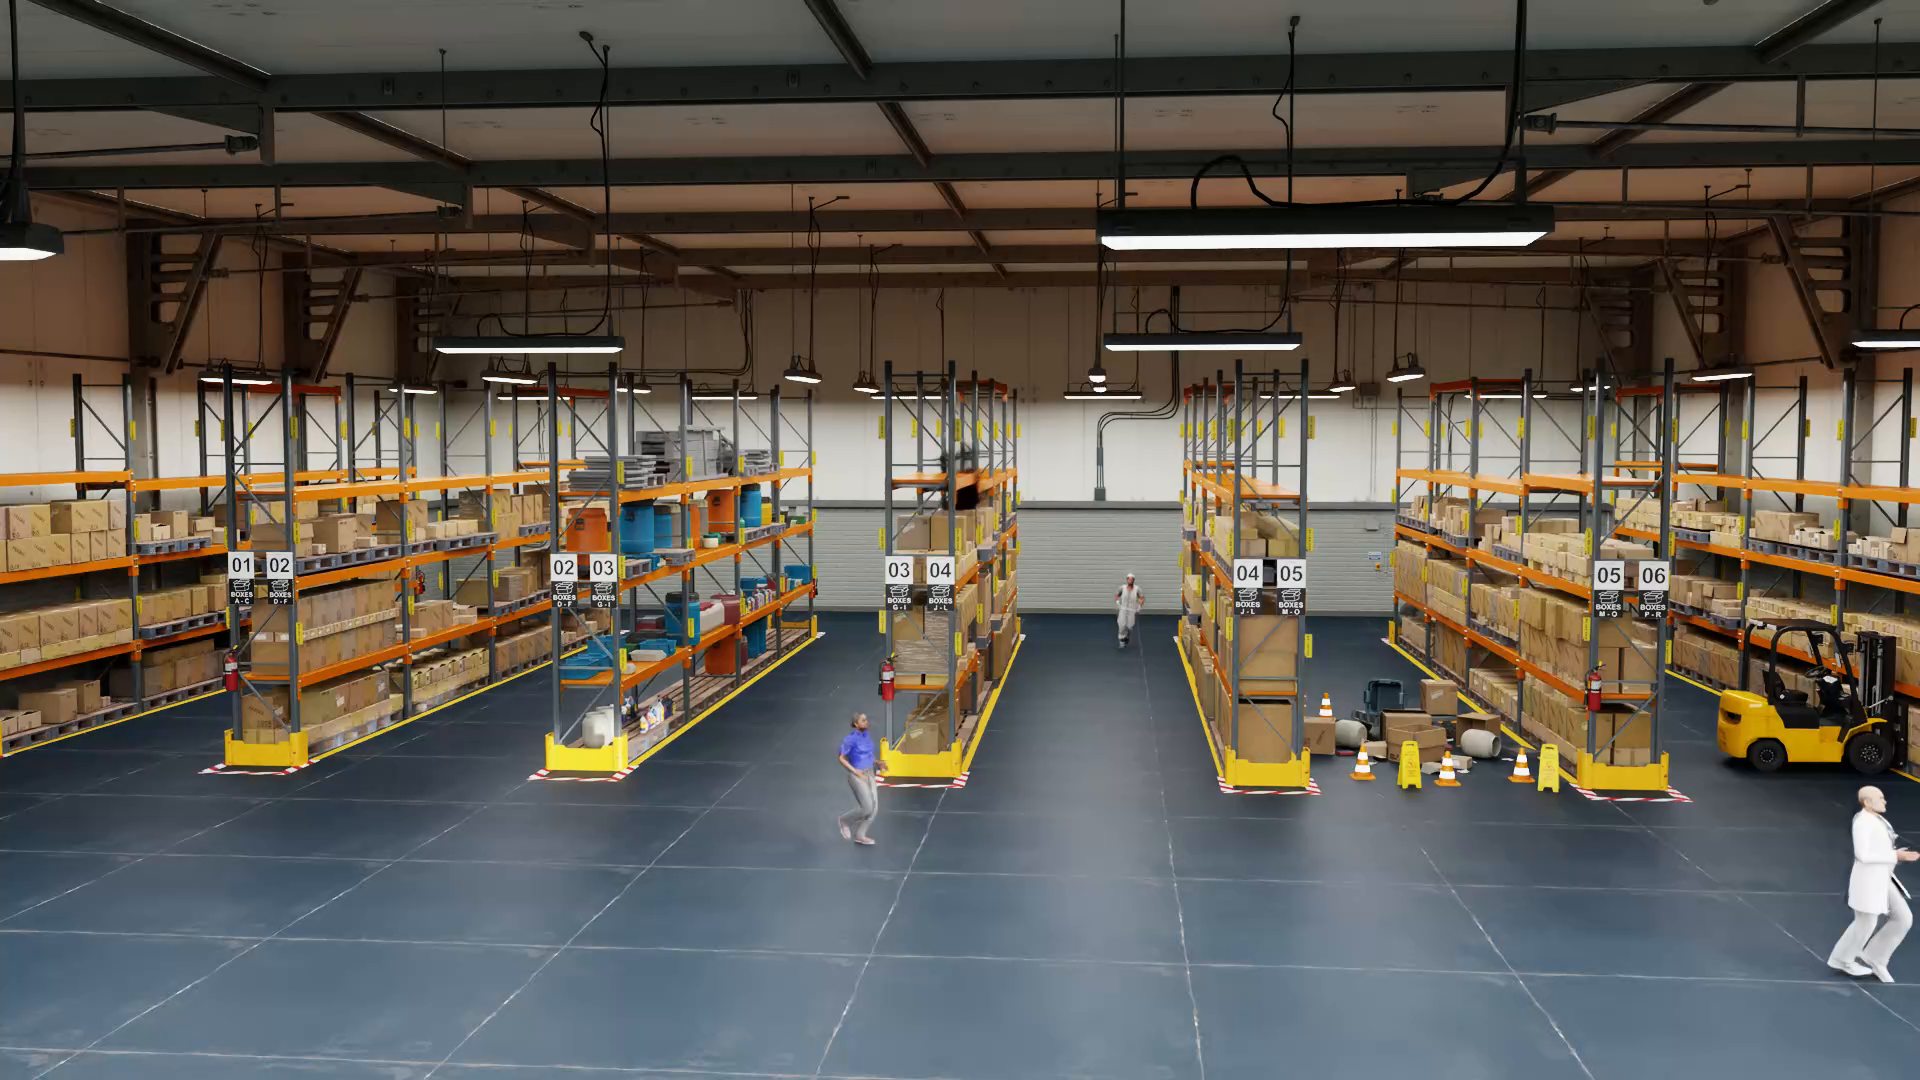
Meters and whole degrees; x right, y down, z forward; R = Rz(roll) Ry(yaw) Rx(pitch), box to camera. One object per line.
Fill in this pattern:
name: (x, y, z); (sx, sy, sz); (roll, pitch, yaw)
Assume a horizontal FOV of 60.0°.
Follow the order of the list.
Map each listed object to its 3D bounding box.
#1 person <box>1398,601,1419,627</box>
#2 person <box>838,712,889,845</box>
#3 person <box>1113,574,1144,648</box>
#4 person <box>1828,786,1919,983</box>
person: (10.926, 1.490, 40.441); (0.714, 1.783, 0.694); (4, 5, 44)
person: (-1.175, 2.875, 20.089); (0.574, 1.605, 0.572); (2, 4, 30)
person: (3.871, 1.629, 38.205); (0.703, 1.721, 0.638); (1, 4, 11)
person: (8.300, 3.134, 15.064); (0.647, 1.814, 0.755); (-3, 5, -42)
